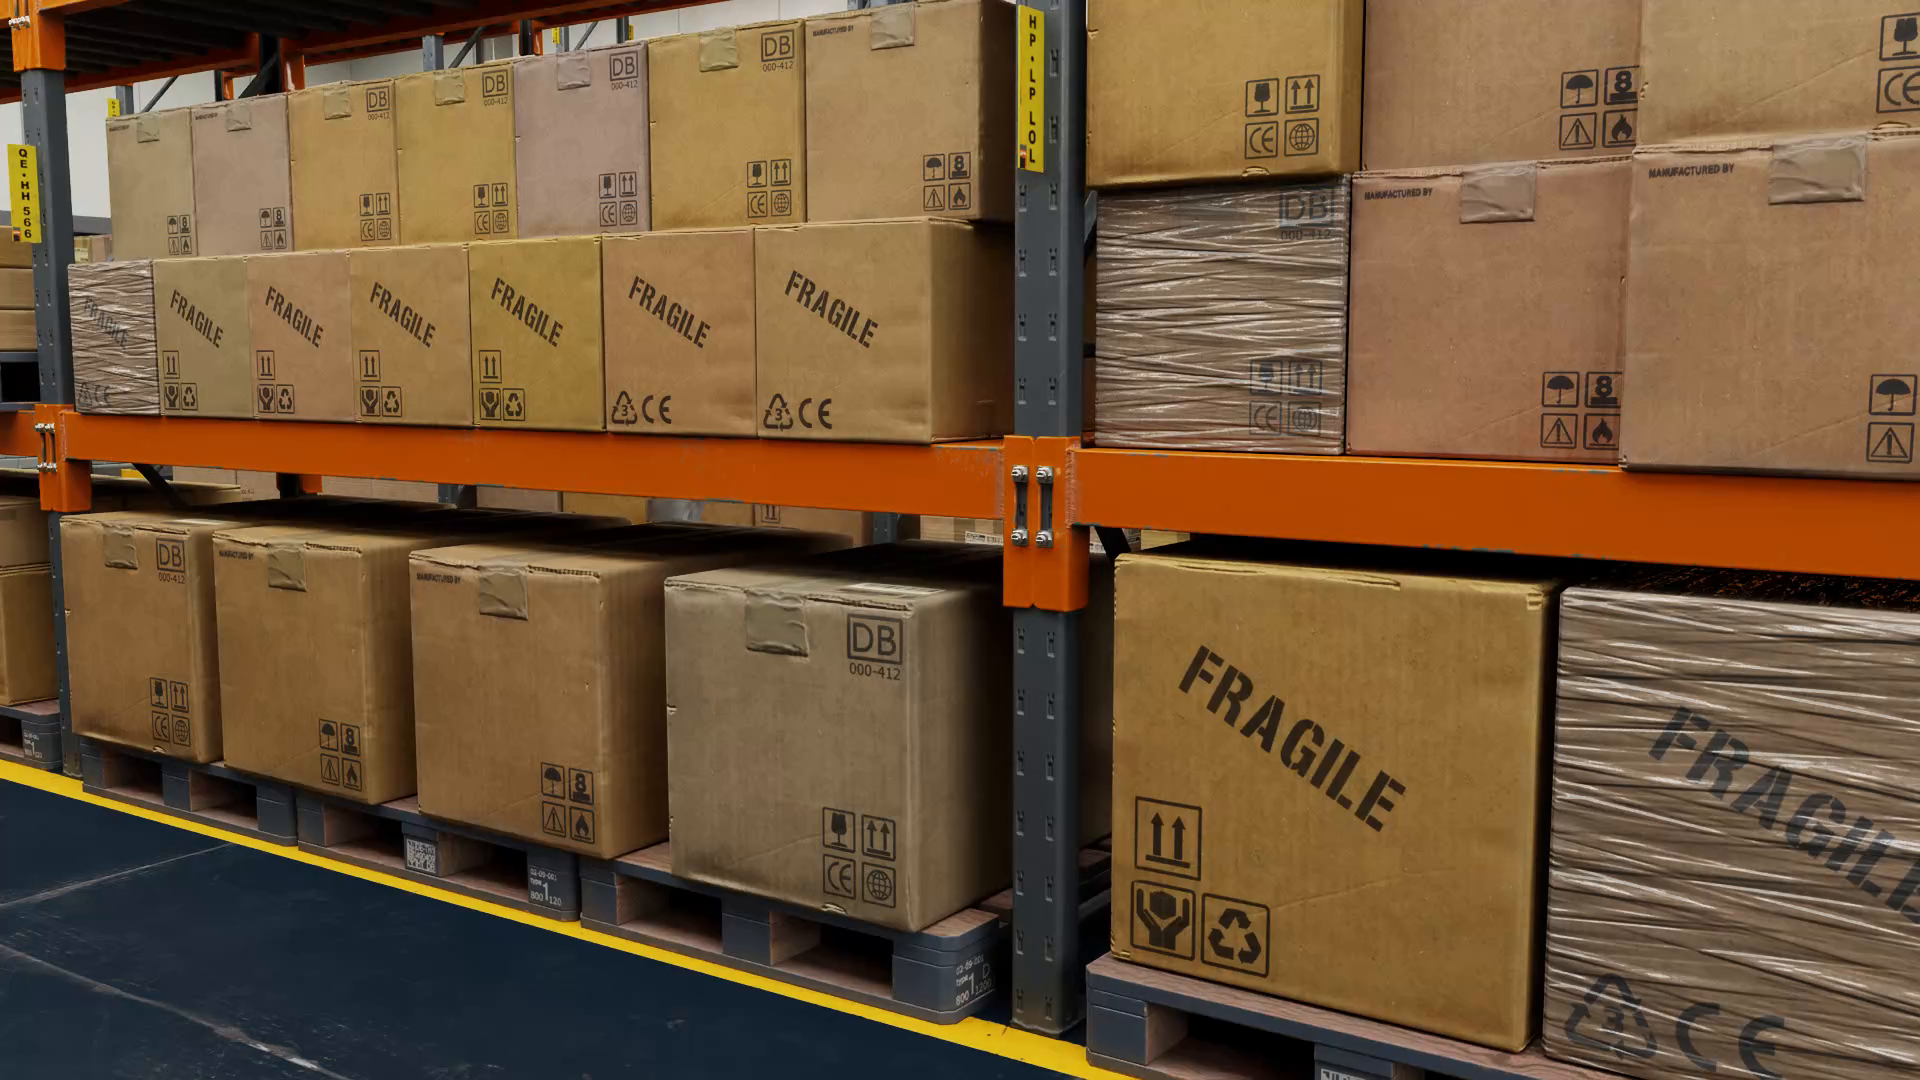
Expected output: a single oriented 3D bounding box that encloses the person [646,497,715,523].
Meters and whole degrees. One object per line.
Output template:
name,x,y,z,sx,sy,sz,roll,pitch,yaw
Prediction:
person,-1.339,-0.215,8.235,0.786,1.604,0.554,4,8,33
